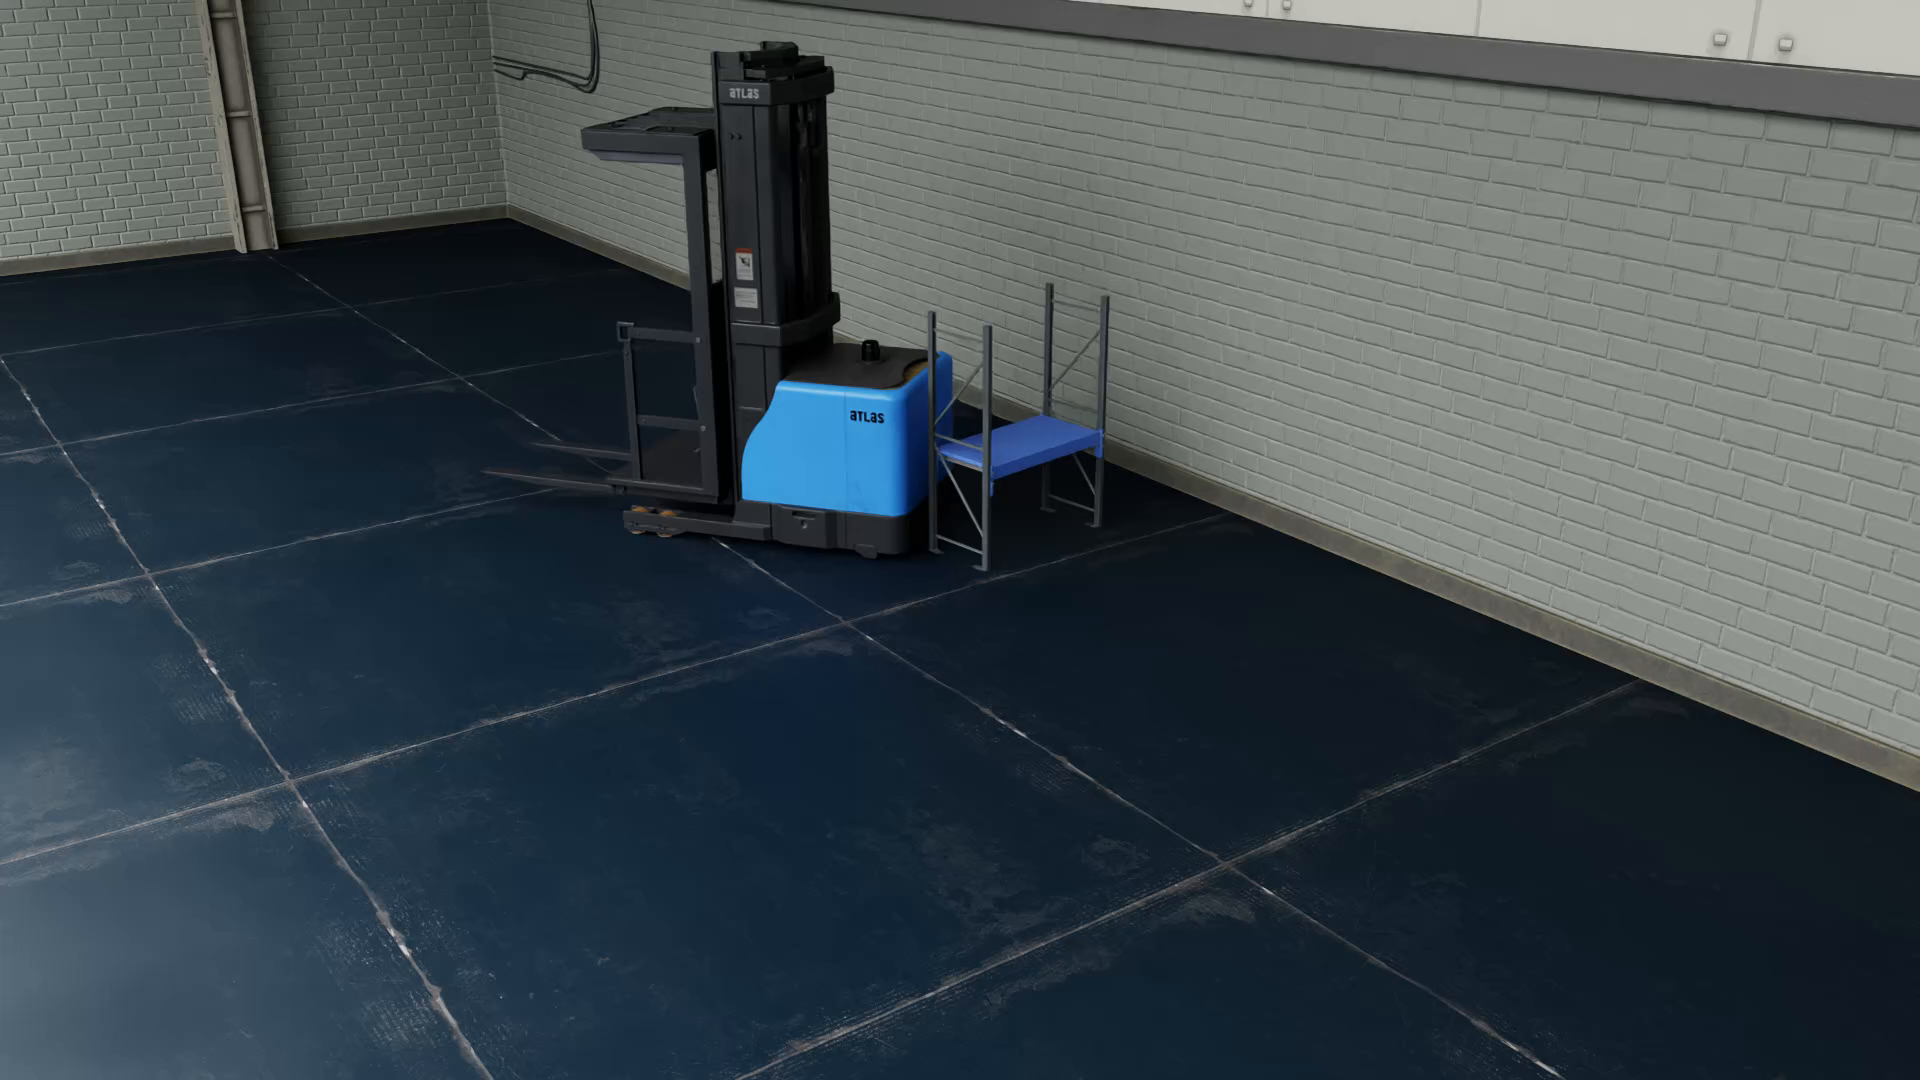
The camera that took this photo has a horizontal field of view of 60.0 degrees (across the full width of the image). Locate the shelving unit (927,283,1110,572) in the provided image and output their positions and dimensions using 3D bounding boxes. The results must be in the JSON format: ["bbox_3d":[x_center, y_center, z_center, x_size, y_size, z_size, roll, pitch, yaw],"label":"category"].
[{"bbox_3d":[0.357,-0.707,10.145,1.048,1.500,0.538,-20,29,-41],"label":"shelving unit"}]

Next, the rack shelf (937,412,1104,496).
[{"bbox_3d":[0.357,-0.540,10.211,1.000,0.185,0.538,-20,29,-41],"label":"rack shelf"}]

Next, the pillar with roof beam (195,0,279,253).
[{"bbox_3d":[-5.319,-6.131,13.620,0.400,9.000,9.100,-15,26,-33],"label":"pillar with roof beam"}]

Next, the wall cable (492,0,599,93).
[{"bbox_3d":[-4.670,-6.224,18.042,0.112,2.526,3.097,-15,26,-33],"label":"wall cable"}]

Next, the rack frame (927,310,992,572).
[{"bbox_3d":[-0.004,-0.574,9.812,0.032,1.500,0.500,-20,29,-41],"label":"rack frame"}]

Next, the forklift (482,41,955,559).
[{"bbox_3d":[-1.605,-1.553,10.334,3.031,2.935,1.130,7,23,17],"label":"forklift"}]

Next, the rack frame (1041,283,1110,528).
[{"bbox_3d":[0.718,-0.840,10.477,0.032,1.500,0.500,-20,29,-41],"label":"rack frame"}]
